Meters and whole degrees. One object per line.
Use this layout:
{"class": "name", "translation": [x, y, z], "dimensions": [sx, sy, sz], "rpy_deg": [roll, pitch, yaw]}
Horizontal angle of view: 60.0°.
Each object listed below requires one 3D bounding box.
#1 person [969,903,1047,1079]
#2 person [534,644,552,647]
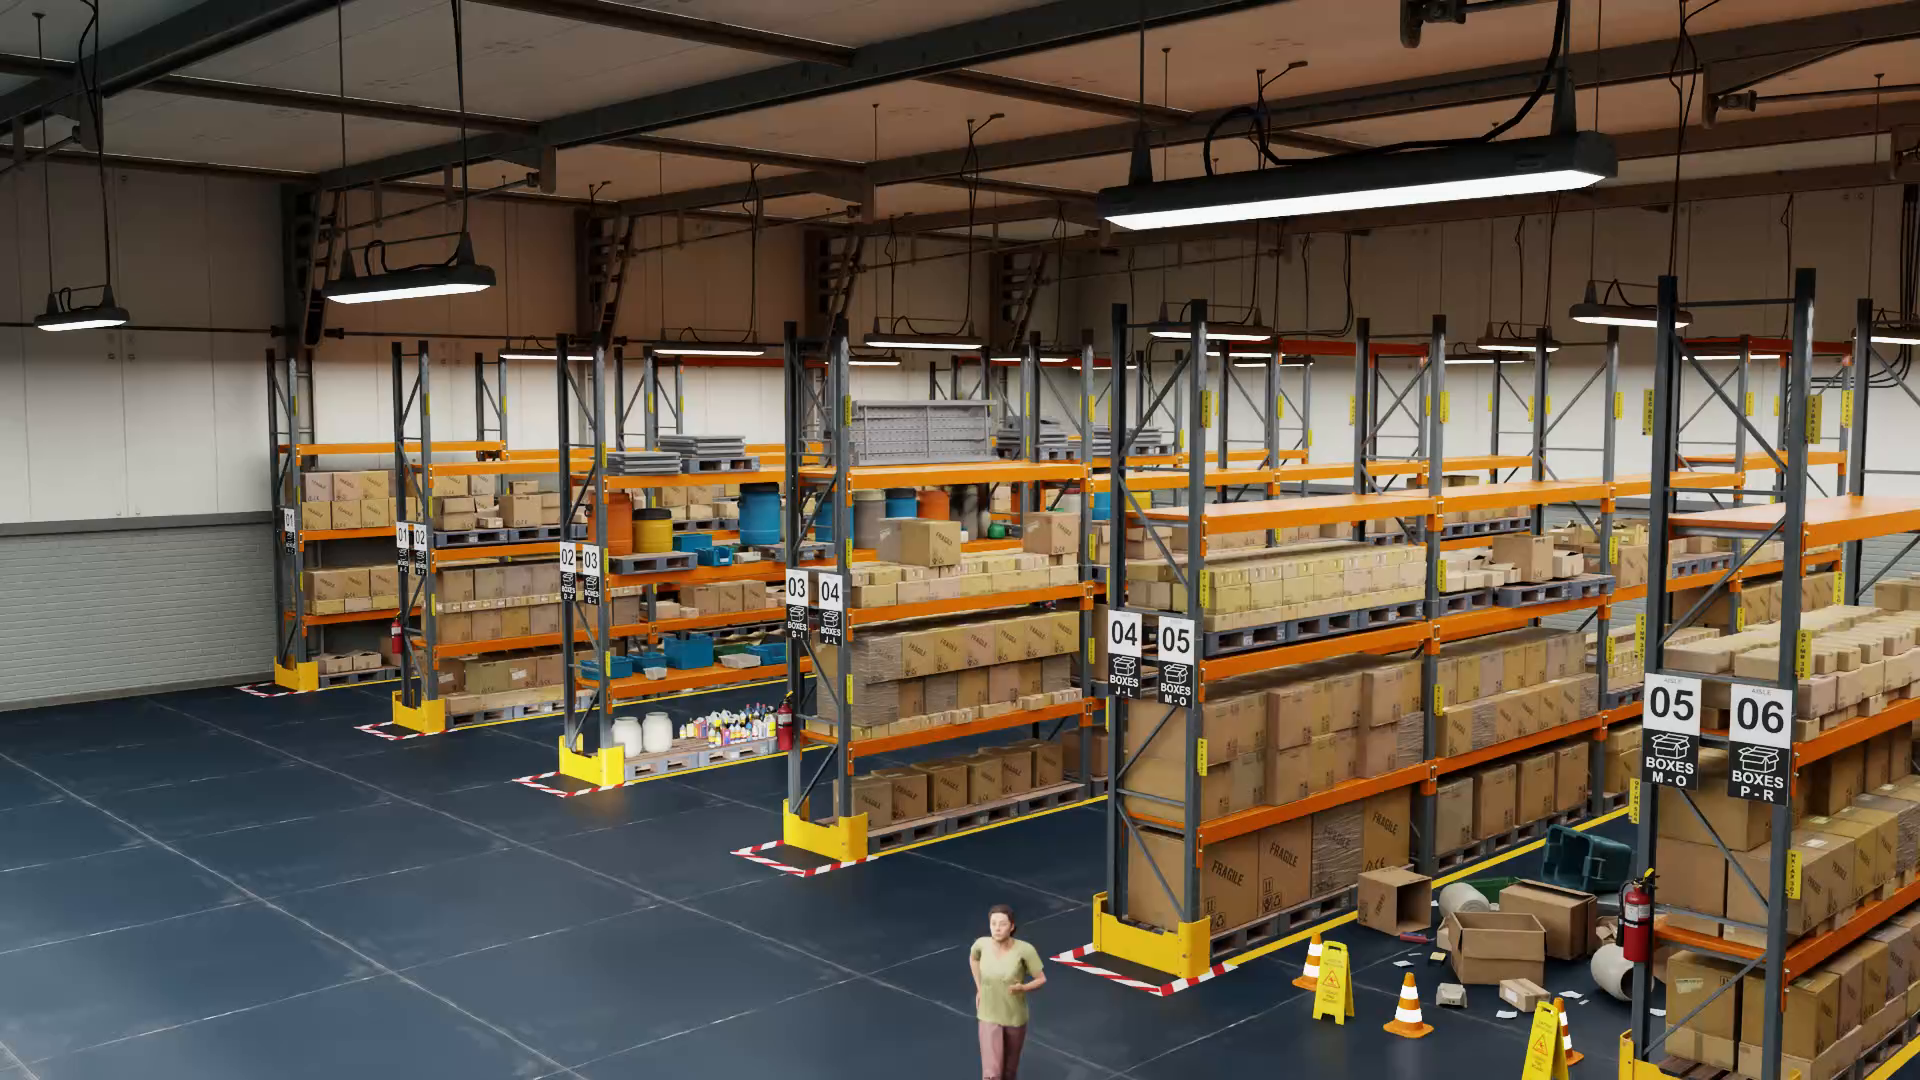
{"class": "person", "translation": [0.327, 3.345, 11.499], "dimensions": [0.549, 1.725, 0.793], "rpy_deg": [0, 5, 4]}
{"class": "person", "translation": [-7.380, 1.710, 29.742], "dimensions": [0.663, 1.757, 0.782], "rpy_deg": [3, 6, 34]}
